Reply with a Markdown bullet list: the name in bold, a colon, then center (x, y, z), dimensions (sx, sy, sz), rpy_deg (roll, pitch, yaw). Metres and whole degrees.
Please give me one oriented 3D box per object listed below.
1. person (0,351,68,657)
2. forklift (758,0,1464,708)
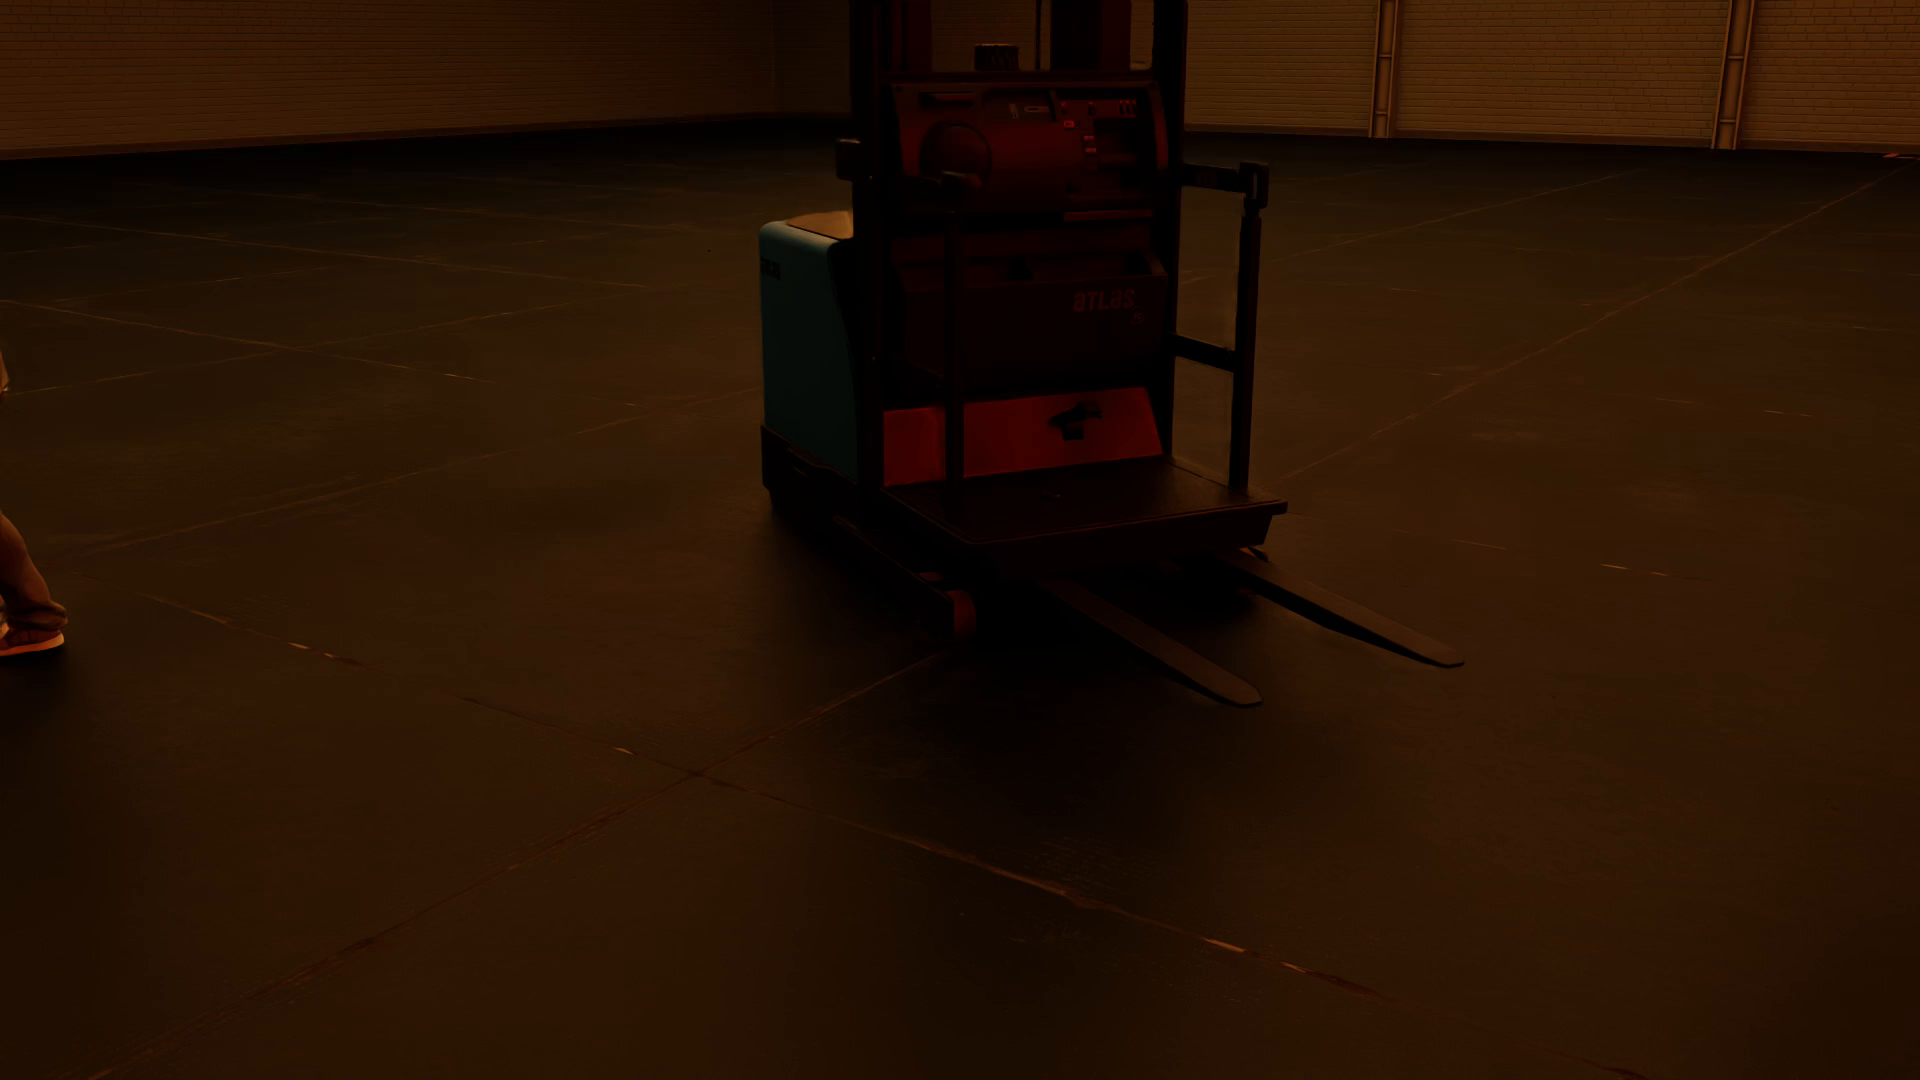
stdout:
- **person**: center (-2.801, -0.385, 4.538), dimensions (0.458, 1.606, 0.512), rpy_deg (-7, 18, -22)
- **forklift**: center (0.318, -1.237, 4.970), dimensions (1.130, 2.935, 3.031), rpy_deg (-8, 18, -24)
